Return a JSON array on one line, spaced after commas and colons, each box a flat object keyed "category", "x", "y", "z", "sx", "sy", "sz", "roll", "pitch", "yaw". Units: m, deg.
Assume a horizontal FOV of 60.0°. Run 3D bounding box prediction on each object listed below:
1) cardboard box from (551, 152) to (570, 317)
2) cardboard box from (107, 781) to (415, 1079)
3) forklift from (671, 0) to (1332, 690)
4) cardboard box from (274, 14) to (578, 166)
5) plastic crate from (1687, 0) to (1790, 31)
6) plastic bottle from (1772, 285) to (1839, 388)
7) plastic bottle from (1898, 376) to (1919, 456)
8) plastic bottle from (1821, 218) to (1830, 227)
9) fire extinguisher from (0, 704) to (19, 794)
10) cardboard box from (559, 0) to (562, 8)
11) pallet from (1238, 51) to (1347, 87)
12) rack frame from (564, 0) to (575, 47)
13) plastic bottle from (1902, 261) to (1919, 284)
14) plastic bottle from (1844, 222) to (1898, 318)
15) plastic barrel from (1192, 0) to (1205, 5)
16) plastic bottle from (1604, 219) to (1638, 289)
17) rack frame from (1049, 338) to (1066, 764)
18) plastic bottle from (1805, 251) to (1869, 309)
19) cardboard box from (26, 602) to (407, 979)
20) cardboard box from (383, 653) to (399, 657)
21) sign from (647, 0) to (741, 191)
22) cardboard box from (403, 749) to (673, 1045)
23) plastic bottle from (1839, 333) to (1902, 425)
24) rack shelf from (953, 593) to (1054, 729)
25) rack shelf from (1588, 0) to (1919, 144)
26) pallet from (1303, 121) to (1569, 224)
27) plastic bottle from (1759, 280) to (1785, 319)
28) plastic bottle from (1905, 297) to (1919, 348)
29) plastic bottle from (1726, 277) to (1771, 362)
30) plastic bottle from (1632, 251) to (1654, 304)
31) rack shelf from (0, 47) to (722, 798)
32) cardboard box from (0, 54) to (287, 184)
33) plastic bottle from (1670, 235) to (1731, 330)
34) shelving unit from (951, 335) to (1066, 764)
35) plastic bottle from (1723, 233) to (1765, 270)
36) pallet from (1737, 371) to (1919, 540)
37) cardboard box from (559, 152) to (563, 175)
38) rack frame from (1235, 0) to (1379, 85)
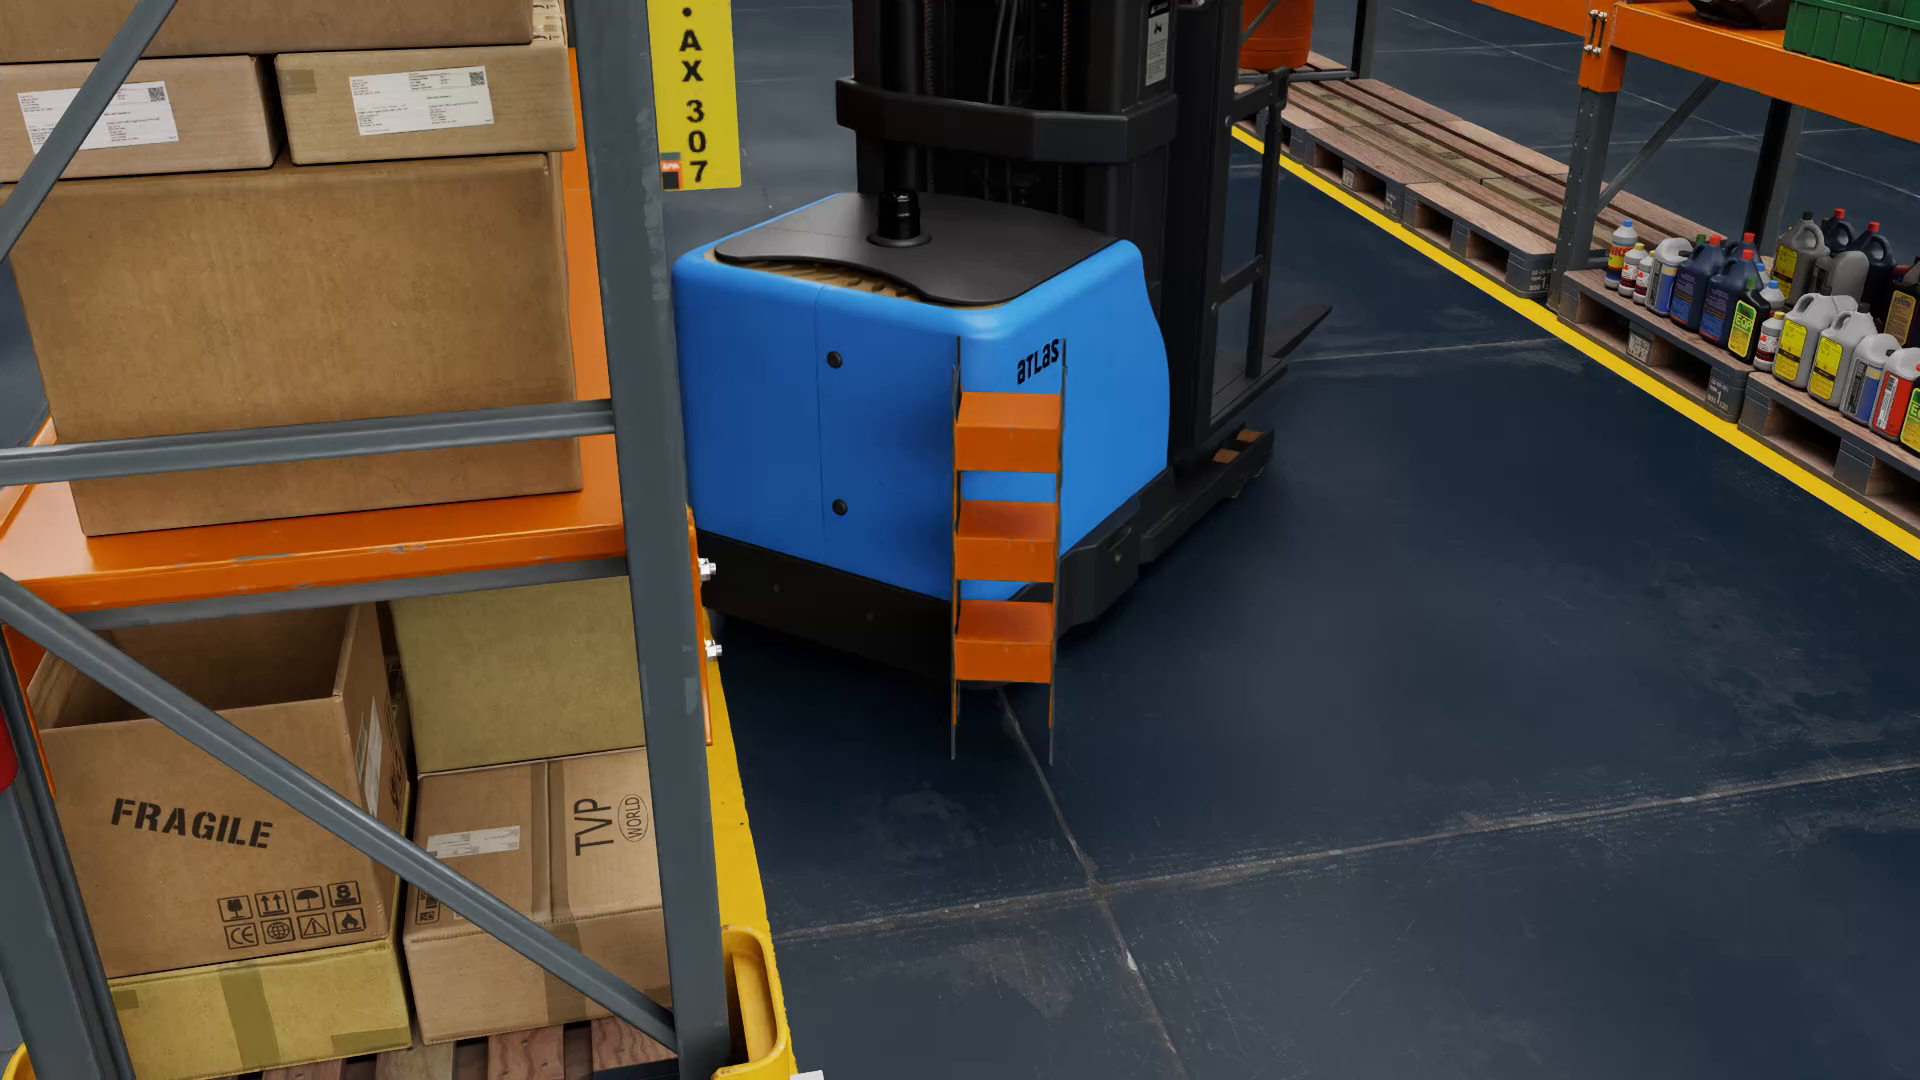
[{"category": "cardboard box", "x": -1.087, "y": -0.599, "z": 2.997, "sx": 0.700, "sy": 0.500, "sz": 0.500, "roll": -5, "pitch": 27, "yaw": -10}, {"category": "cardboard box", "x": -1.280, "y": 0.717, "z": 3.087, "sx": 0.500, "sy": 0.250, "sz": 0.500, "roll": -6, "pitch": 27, "yaw": -12}, {"category": "forklift", "x": 0.415, "y": -1.542, "z": 5.052, "sx": 1.130, "sy": 2.935, "sz": 3.031, "roll": 15, "pitch": 30, "yaw": 27}, {"category": "cardboard box", "x": -0.750, "y": -0.646, "z": 2.371, "sx": 0.380, "sy": 0.149, "sz": 0.250, "roll": -6, "pitch": 27, "yaw": -12}, {"category": "plastic crate", "x": 3.048, "y": -2.105, "z": 6.160, "sx": 0.767, "sy": 0.338, "sz": 0.504, "roll": -6, "pitch": 27, "yaw": -12}, {"category": "plastic bottle", "x": 2.970, "y": -0.723, "z": 5.805, "sx": 0.144, "sy": 0.351, "sz": 0.185, "roll": -6, "pitch": 27, "yaw": -12}, {"category": "plastic bottle", "x": 3.070, "y": -0.414, "z": 5.268, "sx": 0.061, "sy": 0.283, "sz": 0.133, "roll": -5, "pitch": 27, "yaw": -10}, {"category": "plastic bottle", "x": 3.484, "y": -1.181, "z": 6.788, "sx": 0.061, "sy": 0.283, "sz": 0.133, "roll": -5, "pitch": 27, "yaw": -9}, {"category": "fire extinguisher", "x": -1.297, "y": 0.016, "z": 1.976, "sx": 0.296, "sy": 0.674, "sz": 0.183, "roll": -6, "pitch": 27, "yaw": -12}, {"category": "cardboard box", "x": -0.867, "y": -0.872, "z": 2.817, "sx": 0.380, "sy": 0.149, "sz": 0.250, "roll": -6, "pitch": 27, "yaw": -11}, {"category": "pallet", "x": 1.934, "y": -3.228, "z": 11.412, "sx": 1.003, "sy": 0.211, "sz": 1.213, "roll": -6, "pitch": 27, "yaw": -12}, {"category": "rack frame", "x": -1.773, "y": -1.874, "z": 5.634, "sx": 1.000, "sy": 3.000, "sz": 0.127, "roll": -6, "pitch": 27, "yaw": -12}, {"category": "plastic bottle", "x": 3.596, "y": -0.910, "z": 6.175, "sx": 0.144, "sy": 0.351, "sz": 0.185, "roll": -6, "pitch": 27, "yaw": -12}, {"category": "plastic bottle", "x": 3.523, "y": -1.051, "z": 6.456, "sx": 0.144, "sy": 0.351, "sz": 0.185, "roll": -7, "pitch": 28, "yaw": -14}, {"category": "plastic barrel", "x": 1.811, "y": -3.660, "z": 11.467, "sx": 0.421, "sy": 0.512, "sz": 0.421, "roll": 0, "pitch": 27, "yaw": 0}, {"category": "plastic bottle", "x": 2.699, "y": -1.169, "z": 6.777, "sx": 0.097, "sy": 0.271, "sz": 0.097, "roll": 0, "pitch": 27, "yaw": 0}, {"category": "rack frame", "x": 0.233, "y": 0.046, "z": 3.991, "sx": 0.008, "sy": 1.050, "sz": 0.200, "roll": 2, "pitch": 27, "yaw": 3}, {"category": "plastic bottle", "x": 3.385, "y": -0.992, "z": 6.421, "sx": 0.152, "sy": 0.276, "sz": 0.135, "roll": -6, "pitch": 27, "yaw": -12}, {"category": "cardboard box", "x": -1.282, "y": 0.382, "z": 2.917, "sx": 0.500, "sy": 0.500, "sz": 0.500, "roll": -6, "pitch": 27, "yaw": -12}, {"category": "cardboard box", "x": -1.519, "y": 0.279, "z": 3.954, "sx": 0.500, "sy": 0.250, "sz": 0.500, "roll": -6, "pitch": 27, "yaw": -12}, {"category": "sign", "x": -0.329, "y": -0.593, "z": 2.048, "sx": 0.100, "sy": 0.325, "sz": 0.005, "roll": -6, "pitch": 27, "yaw": -12}, {"category": "cardboard box", "x": -0.775, "y": 0.664, "z": 3.191, "sx": 0.500, "sy": 0.250, "sz": 0.500, "roll": -6, "pitch": 27, "yaw": -12}, {"category": "plastic bottle", "x": 3.053, "y": -0.536, "z": 5.517, "sx": 0.152, "sy": 0.276, "sz": 0.135, "roll": -7, "pitch": 28, "yaw": -13}, {"category": "rack shelf", "x": 0.111, "y": 0.299, "z": 4.130, "sx": 0.240, "sy": 0.259, "sz": 0.215, "roll": 2, "pitch": 27, "yaw": 3}, {"category": "rack shelf", "x": 3.505, "y": -1.176, "z": 5.050, "sx": 1.077, "sy": 0.370, "sz": 4.000, "roll": -6, "pitch": 27, "yaw": -12}, {"category": "pallet", "x": 2.561, "y": -2.008, "z": 8.994, "sx": 1.003, "sy": 0.211, "sz": 1.213, "roll": -6, "pitch": 27, "yaw": -12}, {"category": "plastic bottle", "x": 2.944, "y": -0.814, "z": 6.072, "sx": 0.097, "sy": 0.271, "sz": 0.097, "roll": 0, "pitch": 27, "yaw": 0}, {"category": "plastic bottle", "x": 3.525, "y": -0.797, "z": 6.026, "sx": 0.061, "sy": 0.283, "sz": 0.133, "roll": -6, "pitch": 27, "yaw": -12}, {"category": "plastic bottle", "x": 2.871, "y": -0.803, "z": 6.038, "sx": 0.061, "sy": 0.283, "sz": 0.133, "roll": -5, "pitch": 27, "yaw": -9}, {"category": "plastic bottle", "x": 2.745, "y": -1.049, "z": 6.616, "sx": 0.097, "sy": 0.201, "sz": 0.097, "roll": 0, "pitch": 27, "yaw": 0}, {"category": "rack shelf", "x": -1.322, "y": -0.675, "z": 4.056, "sx": 1.077, "sy": 0.370, "sz": 4.000, "roll": -6, "pitch": 27, "yaw": -12}, {"category": "cardboard box", "x": -1.143, "y": -0.601, "z": 2.280, "sx": 0.380, "sy": 0.149, "sz": 0.250, "roll": -6, "pitch": 27, "yaw": -12}, {"category": "plastic bottle", "x": 2.832, "y": -0.993, "z": 6.339, "sx": 0.144, "sy": 0.351, "sz": 0.185, "roll": -5, "pitch": 27, "yaw": -10}, {"category": "shelving unit", "x": 0.112, "y": 0.042, "z": 3.998, "sx": 0.252, "sy": 1.050, "sz": 0.215, "roll": 2, "pitch": 27, "yaw": 3}, {"category": "plastic bottle", "x": 2.972, "y": -1.007, "z": 6.368, "sx": 0.144, "sy": 0.351, "sz": 0.185, "roll": -6, "pitch": 27, "yaw": -12}, {"category": "pallet", "x": 3.443, "y": -0.295, "z": 5.600, "sx": 1.003, "sy": 0.211, "sz": 1.213, "roll": -6, "pitch": 27, "yaw": -12}, {"category": "cardboard box", "x": -1.315, "y": -1.048, "z": 3.887, "sx": 0.700, "sy": 0.500, "sz": 0.500, "roll": -5, "pitch": 27, "yaw": -10}, {"category": "rack frame", "x": 2.153, "y": -4.131, "z": 10.106, "sx": 1.000, "sy": 3.000, "sz": 0.127, "roll": -6, "pitch": 27, "yaw": -12}]
